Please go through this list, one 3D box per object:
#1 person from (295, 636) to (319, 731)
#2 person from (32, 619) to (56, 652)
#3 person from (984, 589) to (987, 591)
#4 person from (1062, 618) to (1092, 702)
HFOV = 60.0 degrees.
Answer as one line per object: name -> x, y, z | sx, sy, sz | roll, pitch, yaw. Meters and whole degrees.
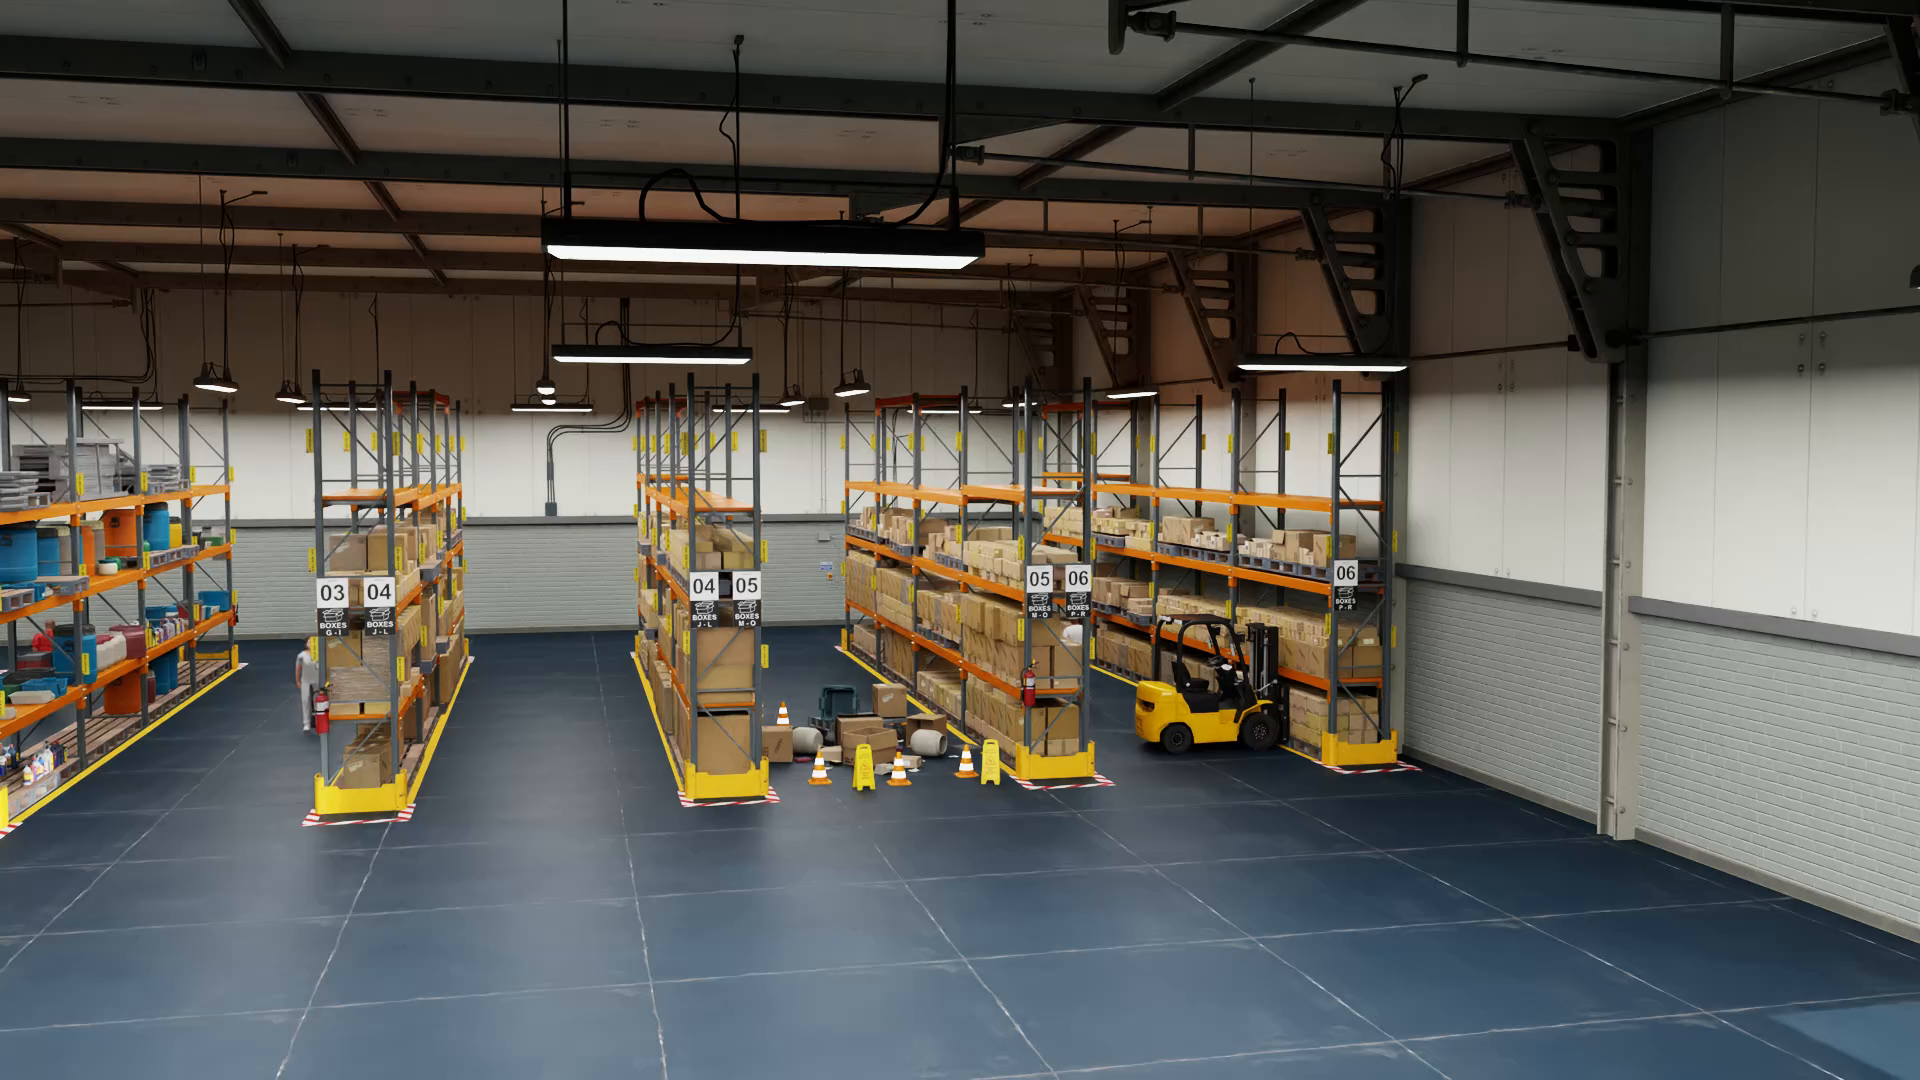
person -> -11.374, 2.493, 29.186 | 0.549, 1.609, 1.045 | -1, 3, -17
person -> -17.007, 2.342, 31.014 | 0.581, 1.724, 0.487 | -2, 4, -25
person -> 0.566, 1.949, 38.435 | 0.465, 1.670, 0.496 | 3, 4, 40
person -> 2.258, 2.266, 32.257 | 0.597, 1.767, 0.530 | 0, 3, -8
